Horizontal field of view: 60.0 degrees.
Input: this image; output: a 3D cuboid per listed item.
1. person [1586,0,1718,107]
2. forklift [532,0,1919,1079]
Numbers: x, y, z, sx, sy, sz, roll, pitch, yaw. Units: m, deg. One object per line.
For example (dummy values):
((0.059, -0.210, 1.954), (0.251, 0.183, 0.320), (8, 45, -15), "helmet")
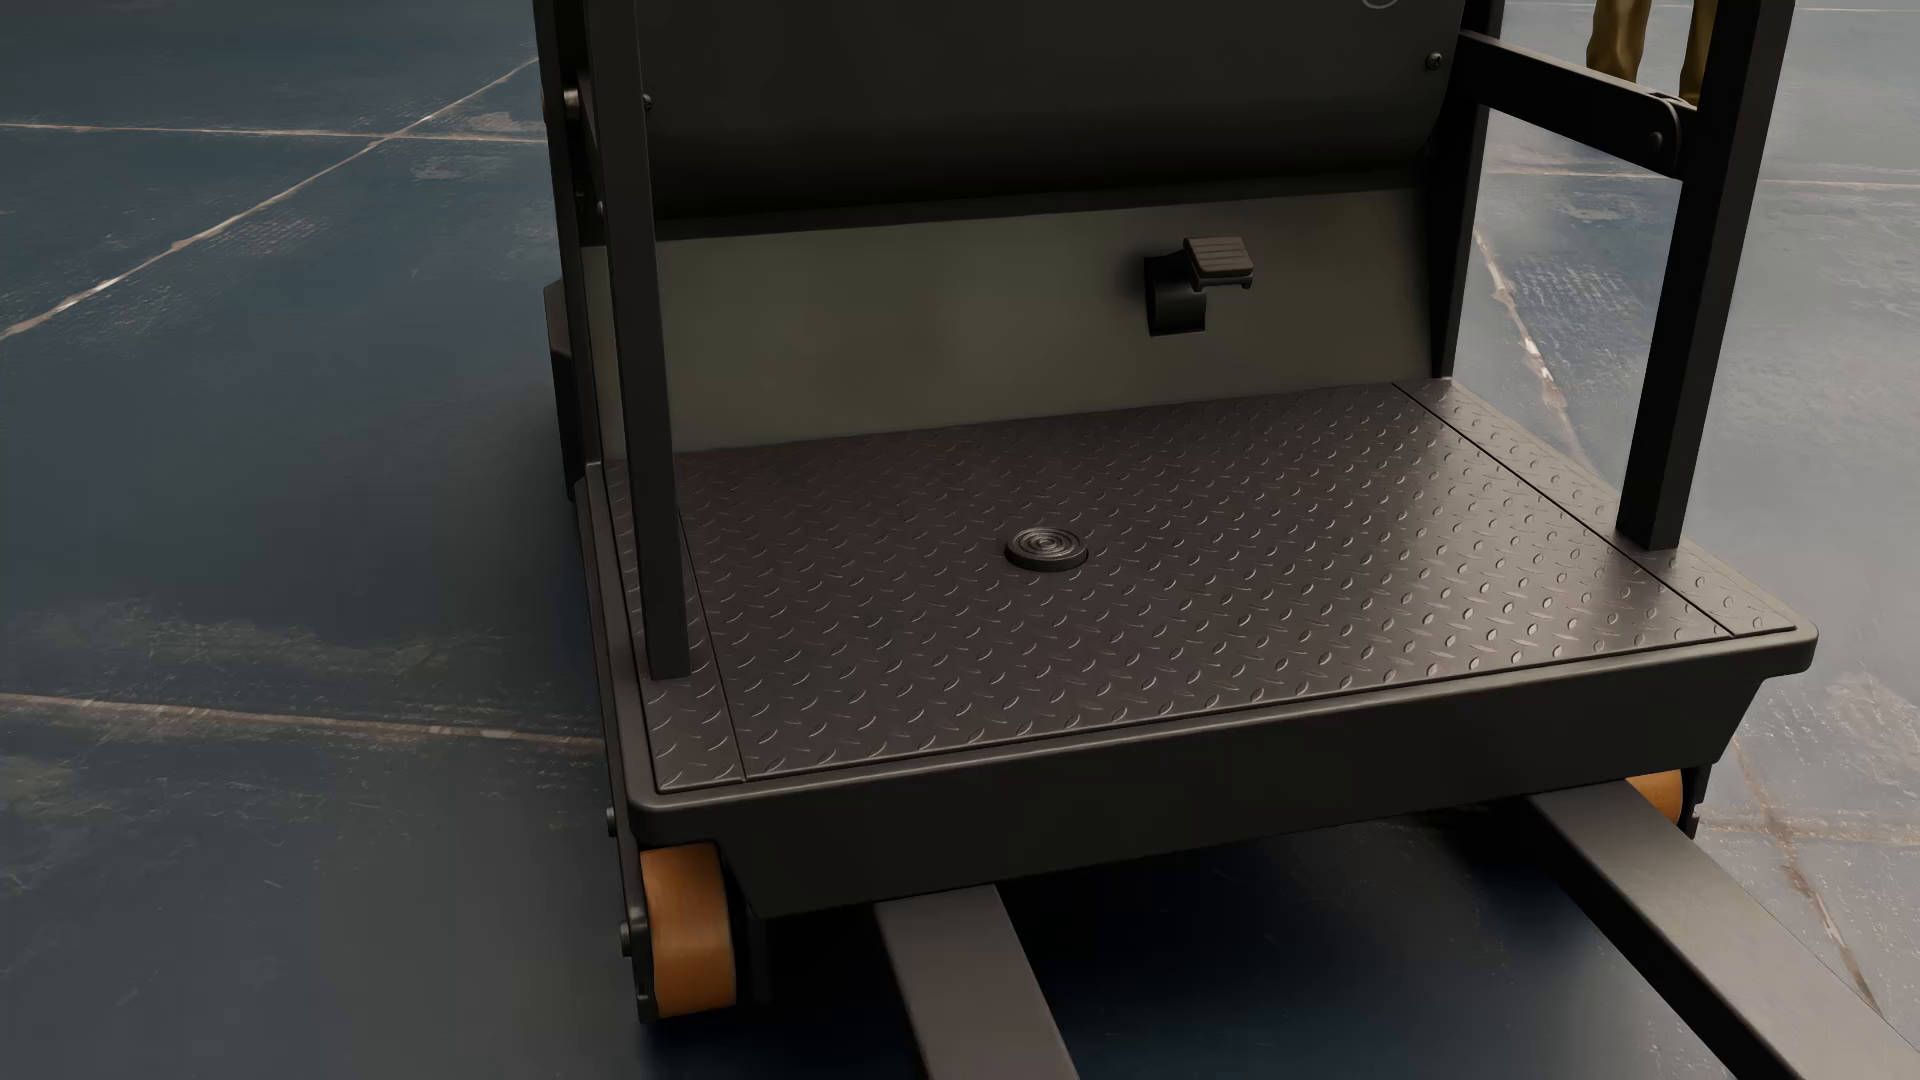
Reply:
((2.049, -2.037, 4.595), (0.655, 1.774, 0.422), (18, 32, 32), "person")
((0.153, -1.049, 1.319), (1.130, 2.935, 3.031), (-7, 27, -13), "forklift")
